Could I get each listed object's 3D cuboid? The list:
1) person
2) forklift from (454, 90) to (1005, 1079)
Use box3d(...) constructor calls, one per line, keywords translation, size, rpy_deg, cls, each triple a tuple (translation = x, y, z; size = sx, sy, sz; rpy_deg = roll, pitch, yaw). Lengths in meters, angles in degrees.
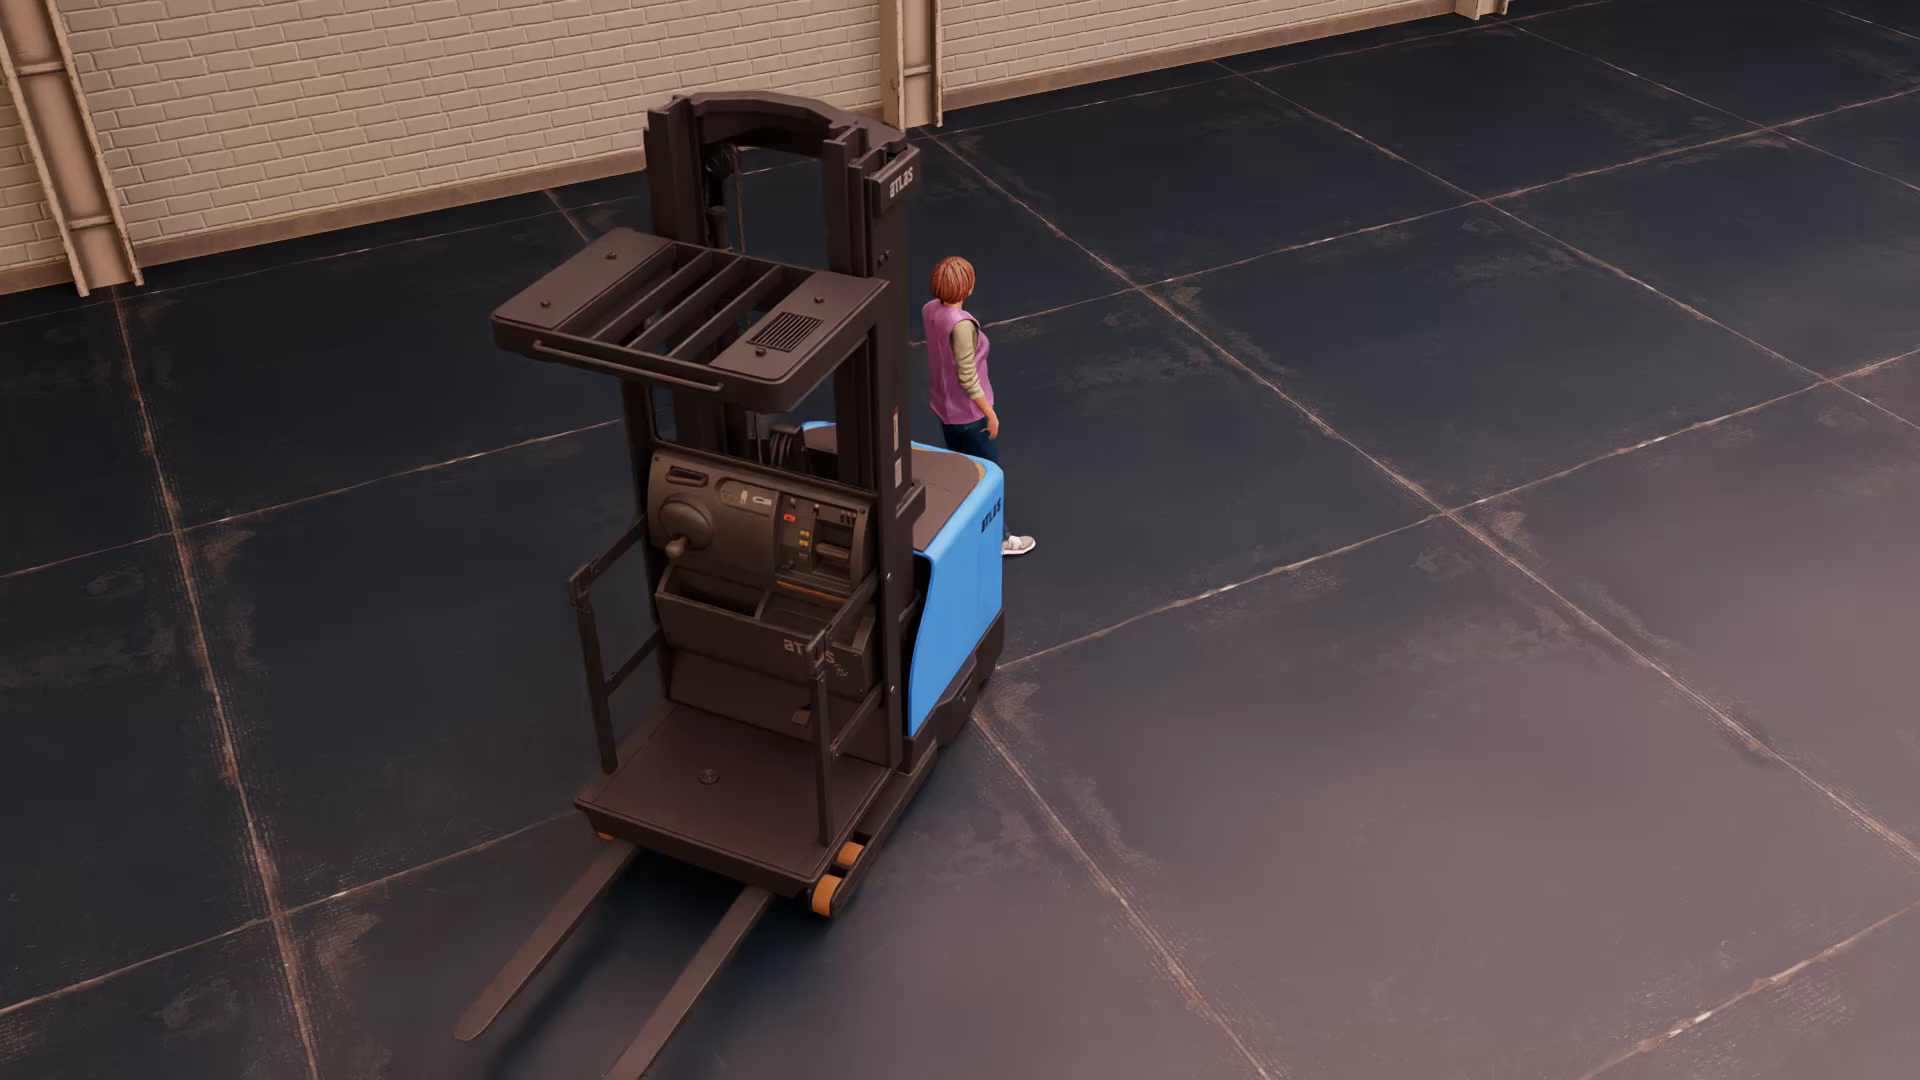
box3d(translation=(0.079, -0.670, 8.219), size=(0.466, 1.600, 0.515), rpy_deg=(-17, 39, -22), cls="person")
box3d(translation=(-0.853, 0.003, 6.119), size=(1.130, 2.935, 3.031), rpy_deg=(14, 38, 19), cls="forklift")
